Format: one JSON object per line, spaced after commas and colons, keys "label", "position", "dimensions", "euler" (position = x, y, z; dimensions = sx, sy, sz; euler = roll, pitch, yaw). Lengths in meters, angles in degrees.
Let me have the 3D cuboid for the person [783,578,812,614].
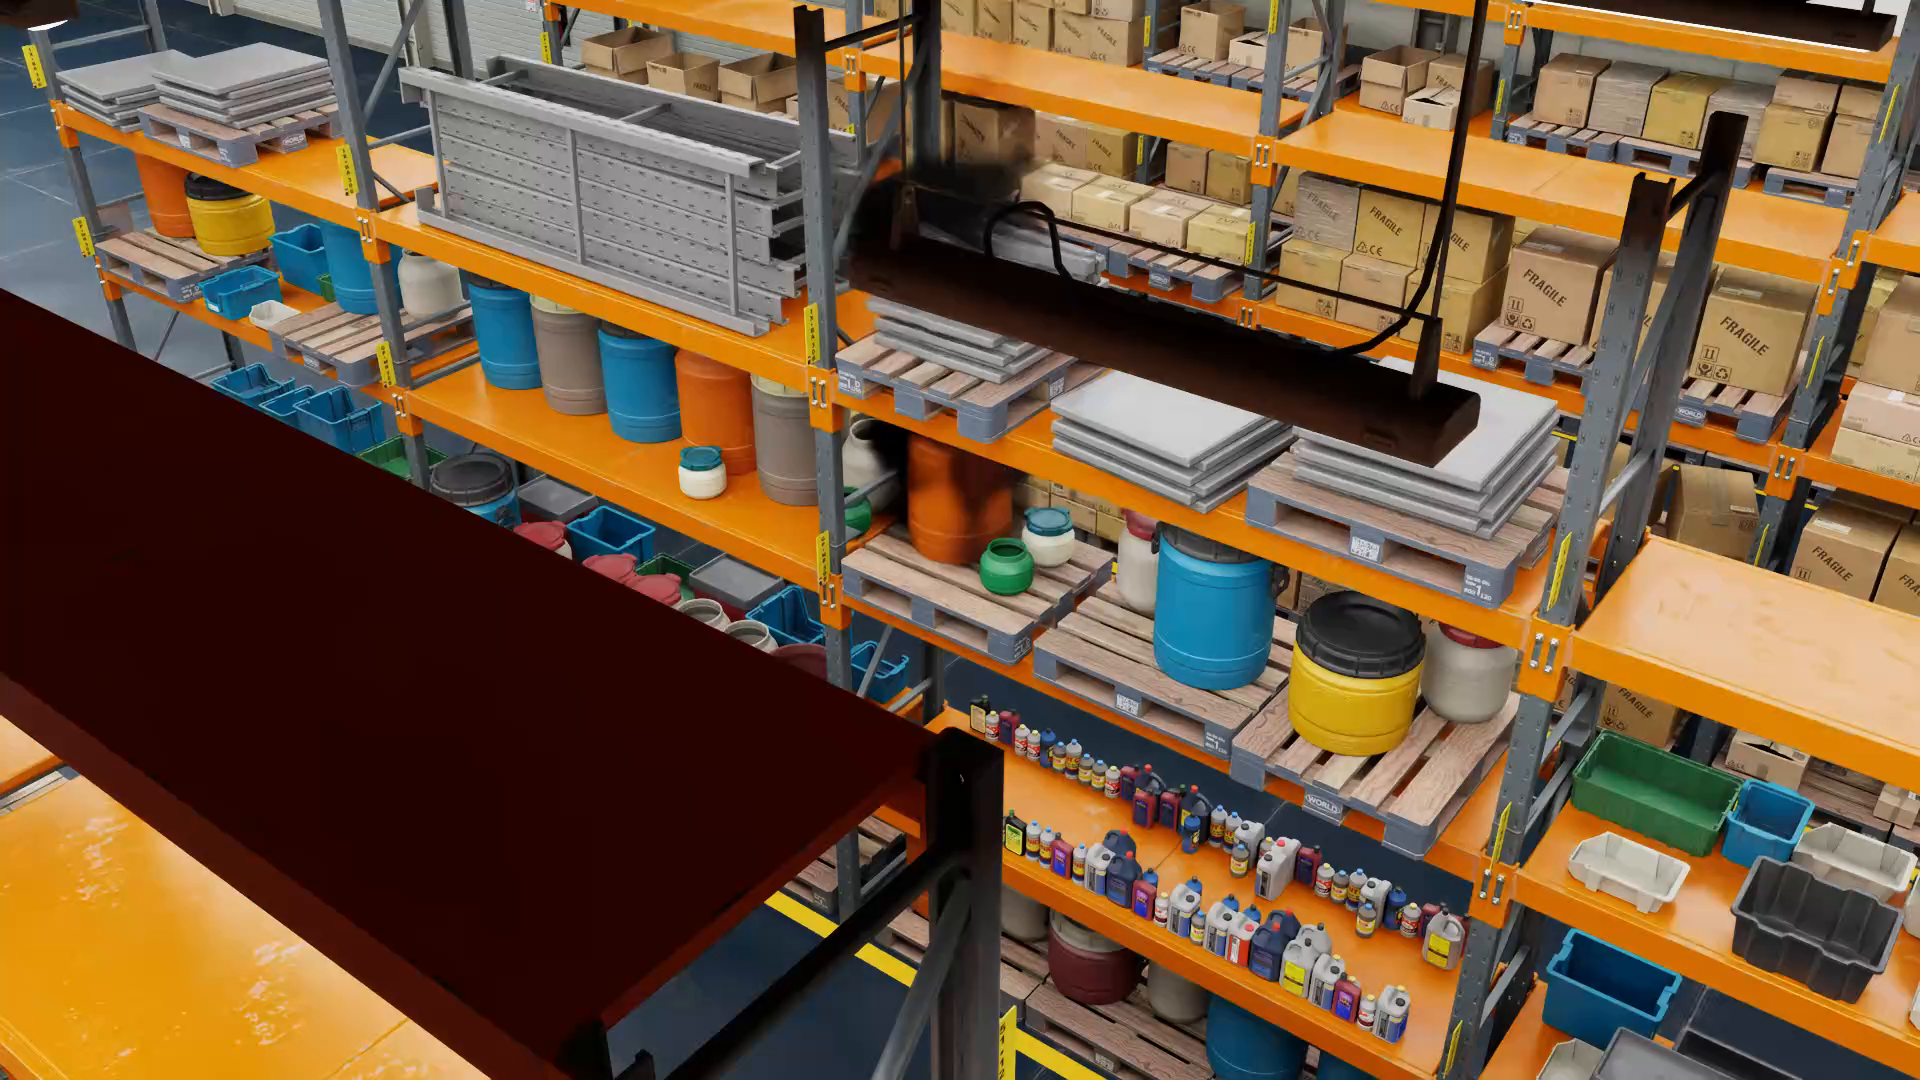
{"label": "person", "position": [-1.255, 0.418, 13.131], "dimensions": [0.838, 1.602, 0.599], "euler": [26, 40, 35]}
